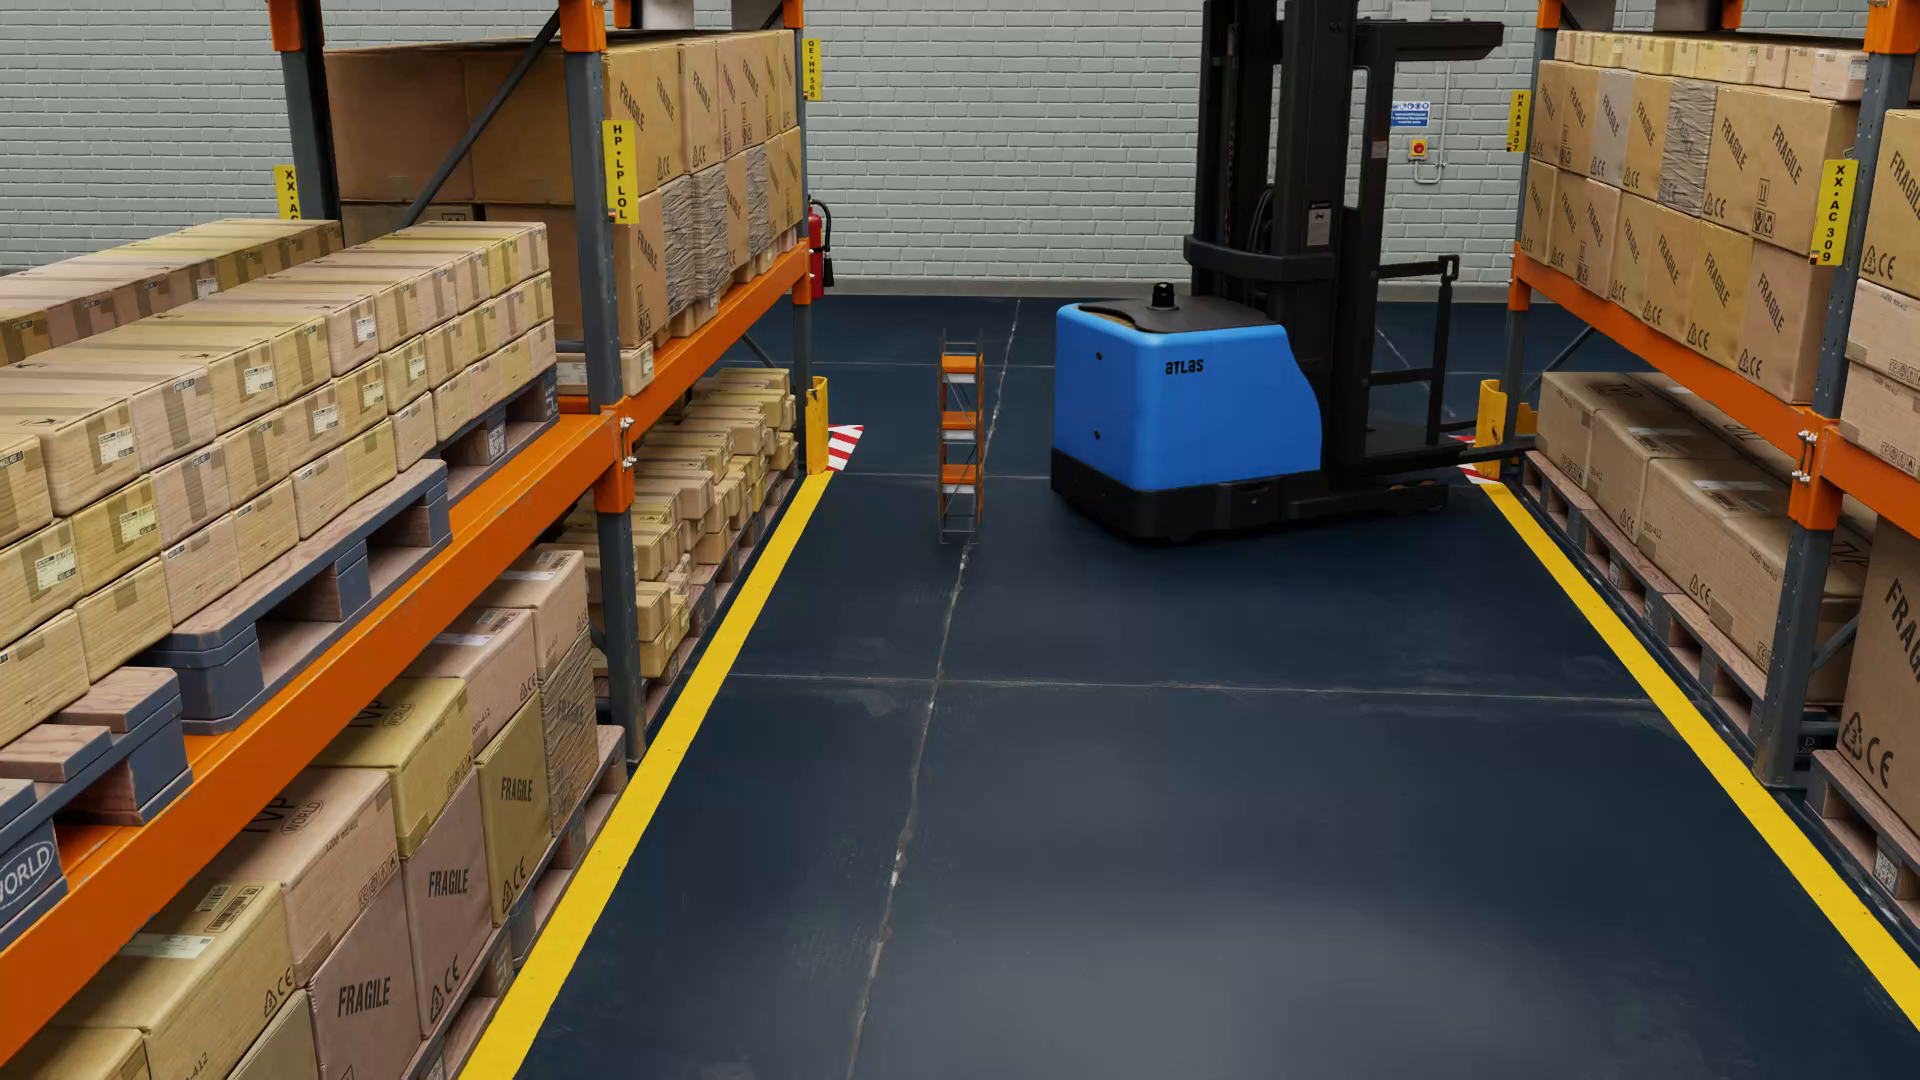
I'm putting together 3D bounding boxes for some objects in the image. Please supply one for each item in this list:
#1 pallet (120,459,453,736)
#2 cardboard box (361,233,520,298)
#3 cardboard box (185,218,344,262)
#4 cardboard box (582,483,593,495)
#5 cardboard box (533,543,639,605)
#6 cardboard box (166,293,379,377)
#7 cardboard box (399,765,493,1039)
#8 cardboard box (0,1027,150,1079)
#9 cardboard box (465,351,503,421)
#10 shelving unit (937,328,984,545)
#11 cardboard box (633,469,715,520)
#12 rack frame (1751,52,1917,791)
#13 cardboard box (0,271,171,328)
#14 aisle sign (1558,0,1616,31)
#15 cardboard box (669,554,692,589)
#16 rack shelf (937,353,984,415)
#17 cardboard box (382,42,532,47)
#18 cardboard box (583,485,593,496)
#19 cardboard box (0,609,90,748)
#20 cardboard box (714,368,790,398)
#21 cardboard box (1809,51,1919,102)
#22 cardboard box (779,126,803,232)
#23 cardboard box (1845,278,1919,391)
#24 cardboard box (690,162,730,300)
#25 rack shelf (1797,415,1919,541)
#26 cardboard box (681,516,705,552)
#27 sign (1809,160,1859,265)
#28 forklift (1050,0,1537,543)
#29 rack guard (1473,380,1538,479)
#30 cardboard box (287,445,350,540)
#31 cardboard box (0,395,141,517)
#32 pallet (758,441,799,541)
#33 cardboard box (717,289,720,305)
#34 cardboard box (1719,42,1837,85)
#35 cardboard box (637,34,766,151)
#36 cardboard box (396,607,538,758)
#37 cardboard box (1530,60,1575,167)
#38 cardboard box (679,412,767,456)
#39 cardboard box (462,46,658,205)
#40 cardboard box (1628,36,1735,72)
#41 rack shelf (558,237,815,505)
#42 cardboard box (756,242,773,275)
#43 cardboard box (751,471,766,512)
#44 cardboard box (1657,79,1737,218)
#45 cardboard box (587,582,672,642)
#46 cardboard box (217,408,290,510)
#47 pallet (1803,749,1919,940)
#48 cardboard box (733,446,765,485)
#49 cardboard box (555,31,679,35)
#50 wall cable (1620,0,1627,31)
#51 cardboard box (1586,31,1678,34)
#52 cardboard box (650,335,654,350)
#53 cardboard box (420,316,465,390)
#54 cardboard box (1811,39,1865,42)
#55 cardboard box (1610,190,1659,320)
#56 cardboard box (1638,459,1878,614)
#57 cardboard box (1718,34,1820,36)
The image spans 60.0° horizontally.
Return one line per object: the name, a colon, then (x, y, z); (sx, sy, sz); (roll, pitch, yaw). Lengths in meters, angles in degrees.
pallet: (-1.833, 0.072, 3.694); (1.003, 0.211, 1.213); (1, 18, 4)
cardboard box: (-1.499, -0.796, 4.809); (0.380, 0.149, 0.250); (1, 18, 2)
cardboard box: (-2.134, -0.897, 5.115); (0.380, 0.149, 0.250); (2, 18, 7)
cardboard box: (-1.861, -0.296, 7.458); (0.380, 0.149, 0.250); (1, 18, 2)
cardboard box: (-1.416, 0.124, 6.175); (0.380, 0.149, 0.250); (2, 18, 6)
cardboard box: (-1.575, -0.475, 3.828); (0.380, 0.149, 0.250); (0, 18, 1)
cardboard box: (-1.527, 0.897, 4.209); (0.500, 0.500, 0.500); (1, 18, 3)
cardboard box: (-1.643, 1.020, 2.629); (0.500, 0.250, 0.500); (0, 18, 1)
cardboard box: (-1.516, -0.440, 4.678); (0.380, 0.149, 0.250); (1, 18, 4)
shelving unit: (0.004, -0.516, 8.310); (0.215, 1.050, 0.252); (1, 18, 4)
cardboard box: (-1.272, -0.198, 7.159); (0.380, 0.149, 0.250); (2, 18, 5)
rack frame: (3.298, -0.567, 5.335); (1.000, 3.000, 0.127); (1, 18, 4)
cardboard box: (-2.207, -0.573, 4.129); (0.380, 0.149, 0.250); (1, 18, 3)
aisle sign: (3.300, -3.073, 8.809); (0.394, 0.787, 0.004); (1, 18, 4)
cardboard box: (-1.347, 0.163, 7.013); (0.380, 0.149, 0.250); (1, 18, 3)
rack shelf: (0.004, -0.775, 8.225); (0.215, 0.259, 0.240); (1, 18, 4)
cardboard box: (-1.851, -1.622, 6.313); (0.500, 0.500, 0.500); (1, 18, 2)
cardboard box: (-1.779, -0.143, 7.468); (0.380, 0.149, 0.250); (0, 18, 1)
cardboard box: (-1.662, 0.215, 2.679); (0.380, 0.149, 0.250); (2, 18, 7)
cardboard box: (-1.145, -0.845, 9.135); (0.380, 0.149, 0.250); (1, 18, 5)
cardboard box: (3.002, -1.500, 5.376); (0.380, 0.149, 0.250); (1, 18, 3)
cardboard box: (-1.136, -1.932, 8.862); (0.500, 0.500, 0.500); (2, 18, 5)
cardboard box: (2.985, -0.603, 4.883); (0.500, 0.250, 0.500); (1, 18, 2)
cardboard box: (-1.260, -1.292, 6.911); (0.500, 0.500, 0.500); (1, 18, 3)
rack shelf: (3.154, 0.396, 3.551); (1.077, 0.370, 4.000); (1, 18, 4)
cardboard box: (-1.326, -0.063, 7.224); (0.380, 0.149, 0.250); (2, 18, 6)
sign: (2.744, -1.028, 5.224); (0.100, 0.325, 0.005); (1, 18, 4)
forklift: (2.056, -1.661, 8.784); (3.031, 2.935, 1.130); (-8, 20, -22)
rack guard: (3.586, -0.629, 9.538); (1.175, 0.500, 0.348); (1, 18, 4)
cardboard box: (-1.587, -0.111, 3.672); (0.380, 0.149, 0.250); (1, 18, 2)
cardboard box: (-1.649, -0.147, 2.829); (0.380, 0.149, 0.250); (1, 18, 2)
pallet: (-1.459, -0.288, 8.962); (1.003, 0.211, 1.213); (1, 18, 4)
cardboard box: (-1.281, -1.101, 7.370); (0.380, 0.149, 0.250); (2, 18, 6)
cardboard box: (3.139, -1.815, 6.335); (0.380, 0.149, 0.250); (1, 18, 3)
cardboard box: (-1.210, -2.085, 7.726); (0.500, 0.500, 0.500); (2, 18, 7)
cardboard box: (-1.498, 0.383, 4.574); (0.500, 0.250, 0.500); (2, 18, 7)
cardboard box: (3.266, -2.189, 8.519); (0.500, 0.500, 0.500); (1, 18, 3)
cardboard box: (-1.158, -0.522, 8.147); (0.380, 0.149, 0.250); (2, 18, 6)
cardboard box: (-1.372, -1.444, 5.770); (0.500, 0.500, 0.500); (2, 18, 5)
cardboard box: (3.175, -2.133, 7.308); (0.380, 0.149, 0.250); (1, 18, 4)
rack shelf: (-1.504, -0.925, 7.584); (1.077, 0.370, 4.000); (1, 18, 4)
cardboard box: (-1.155, -1.427, 8.363); (0.380, 0.149, 0.250); (2, 18, 5)
cardboard box: (-1.173, -0.245, 8.257); (0.380, 0.149, 0.250); (0, 18, 1)
cardboard box: (3.128, -1.558, 6.593); (0.500, 0.500, 0.500); (2, 18, 5)
cardboard box: (-1.302, 0.263, 6.230); (0.380, 0.149, 0.250); (2, 18, 6)
cardboard box: (-1.608, -0.171, 3.378); (0.380, 0.149, 0.250); (1, 18, 3)
pallet: (3.317, 1.000, 5.033); (1.003, 0.211, 1.213); (1, 18, 4)
cardboard box: (-1.173, -0.381, 8.196); (0.380, 0.149, 0.250); (2, 18, 5)
cardboard box: (-1.687, -2.262, 8.264); (0.500, 0.500, 0.500); (2, 18, 6)
wall cable: (5.381, -4.015, 14.229); (0.588, 1.984, 0.122); (1, 18, 4)
cardboard box: (3.335, -2.453, 8.283); (0.380, 0.149, 0.250); (2, 18, 5)
cardboard box: (-1.389, -0.773, 6.368); (0.380, 0.149, 0.250); (0, 18, 1)
cardboard box: (-1.532, -0.495, 4.369); (0.380, 0.149, 0.250); (1, 18, 2)
cardboard box: (3.707, -1.962, 6.787); (0.380, 0.149, 0.250); (1, 18, 4)
cardboard box: (3.181, -1.243, 7.237); (0.500, 0.500, 0.500); (2, 18, 6)
cardboard box: (3.513, -0.019, 7.105); (0.875, 0.438, 0.875); (1, 18, 2)
cardboard box: (3.770, -2.285, 7.772); (0.380, 0.149, 0.250); (2, 18, 5)
